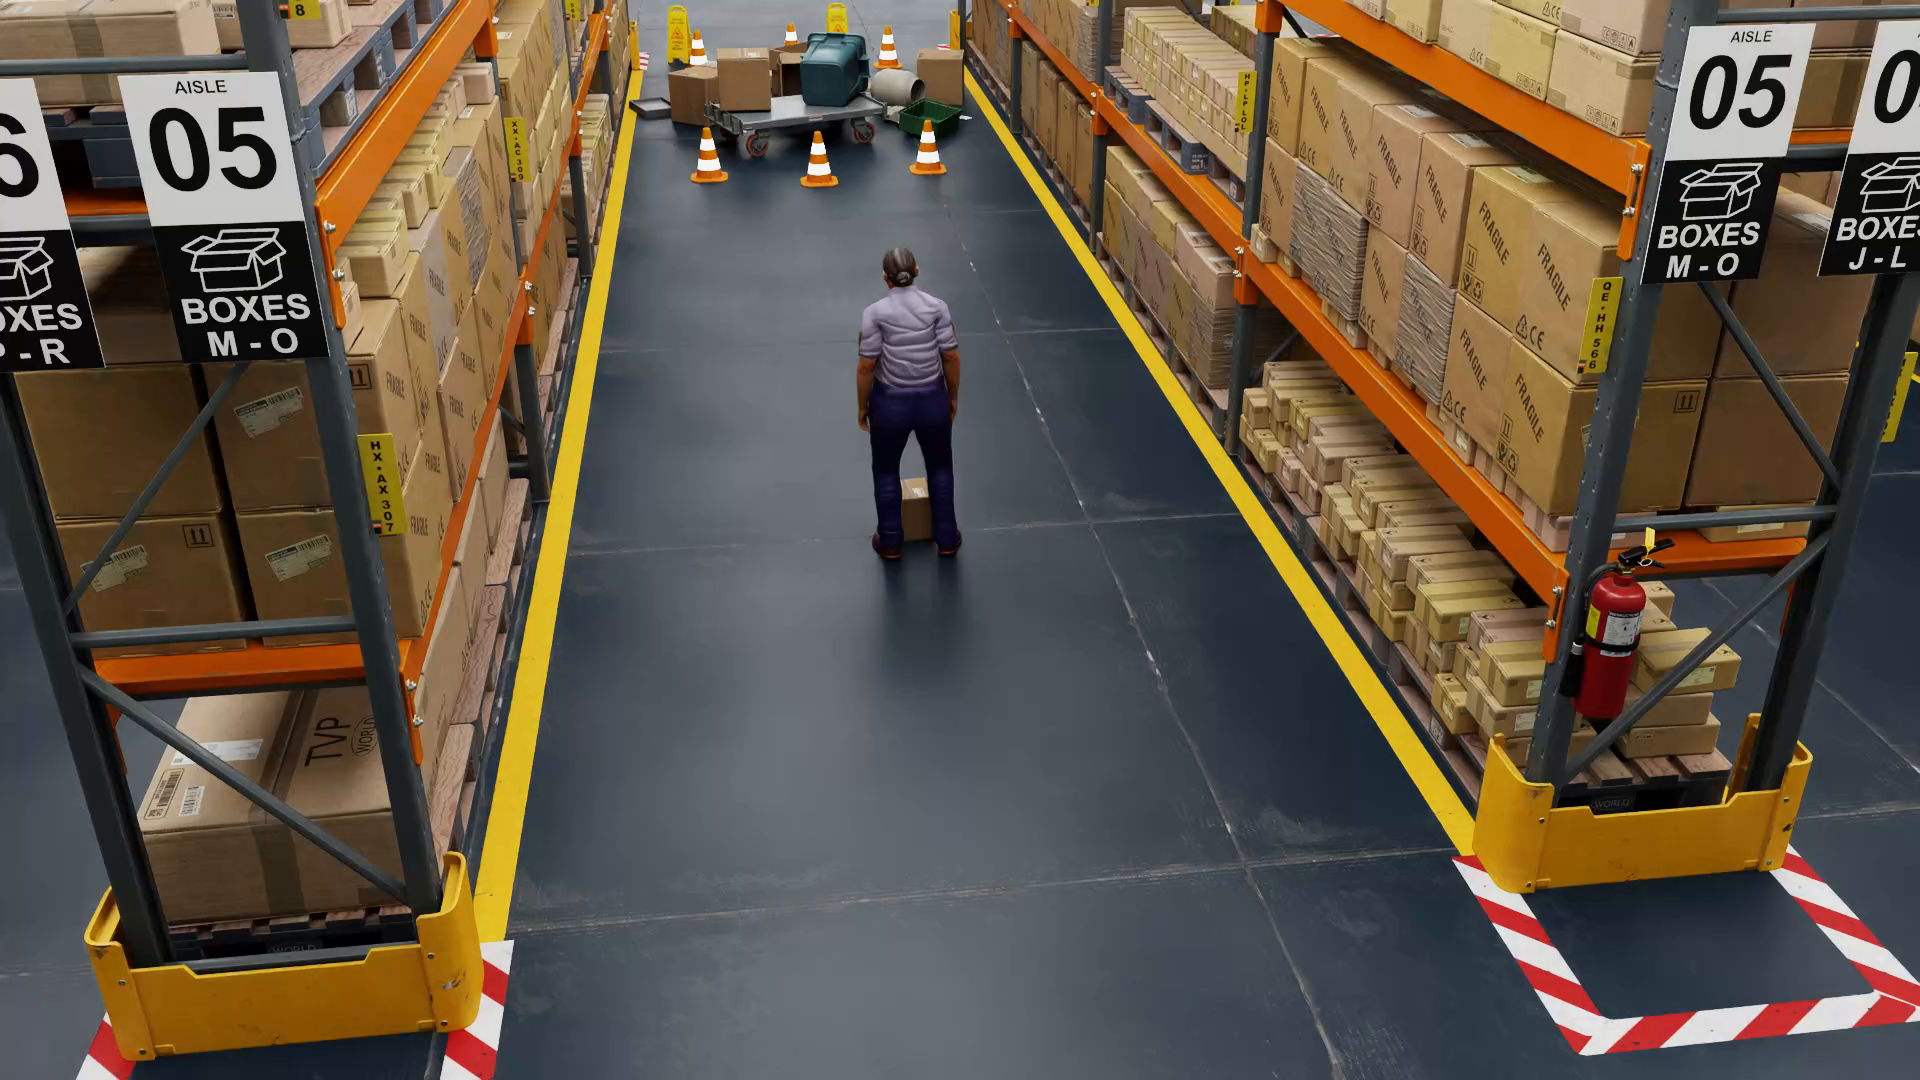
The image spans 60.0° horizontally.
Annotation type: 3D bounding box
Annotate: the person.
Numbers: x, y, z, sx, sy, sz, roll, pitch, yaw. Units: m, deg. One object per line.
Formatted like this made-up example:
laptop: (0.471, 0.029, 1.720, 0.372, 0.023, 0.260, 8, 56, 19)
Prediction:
person: (-0.248, -0.670, 8.440, 0.558, 1.636, 0.377, -5, 28, -10)
